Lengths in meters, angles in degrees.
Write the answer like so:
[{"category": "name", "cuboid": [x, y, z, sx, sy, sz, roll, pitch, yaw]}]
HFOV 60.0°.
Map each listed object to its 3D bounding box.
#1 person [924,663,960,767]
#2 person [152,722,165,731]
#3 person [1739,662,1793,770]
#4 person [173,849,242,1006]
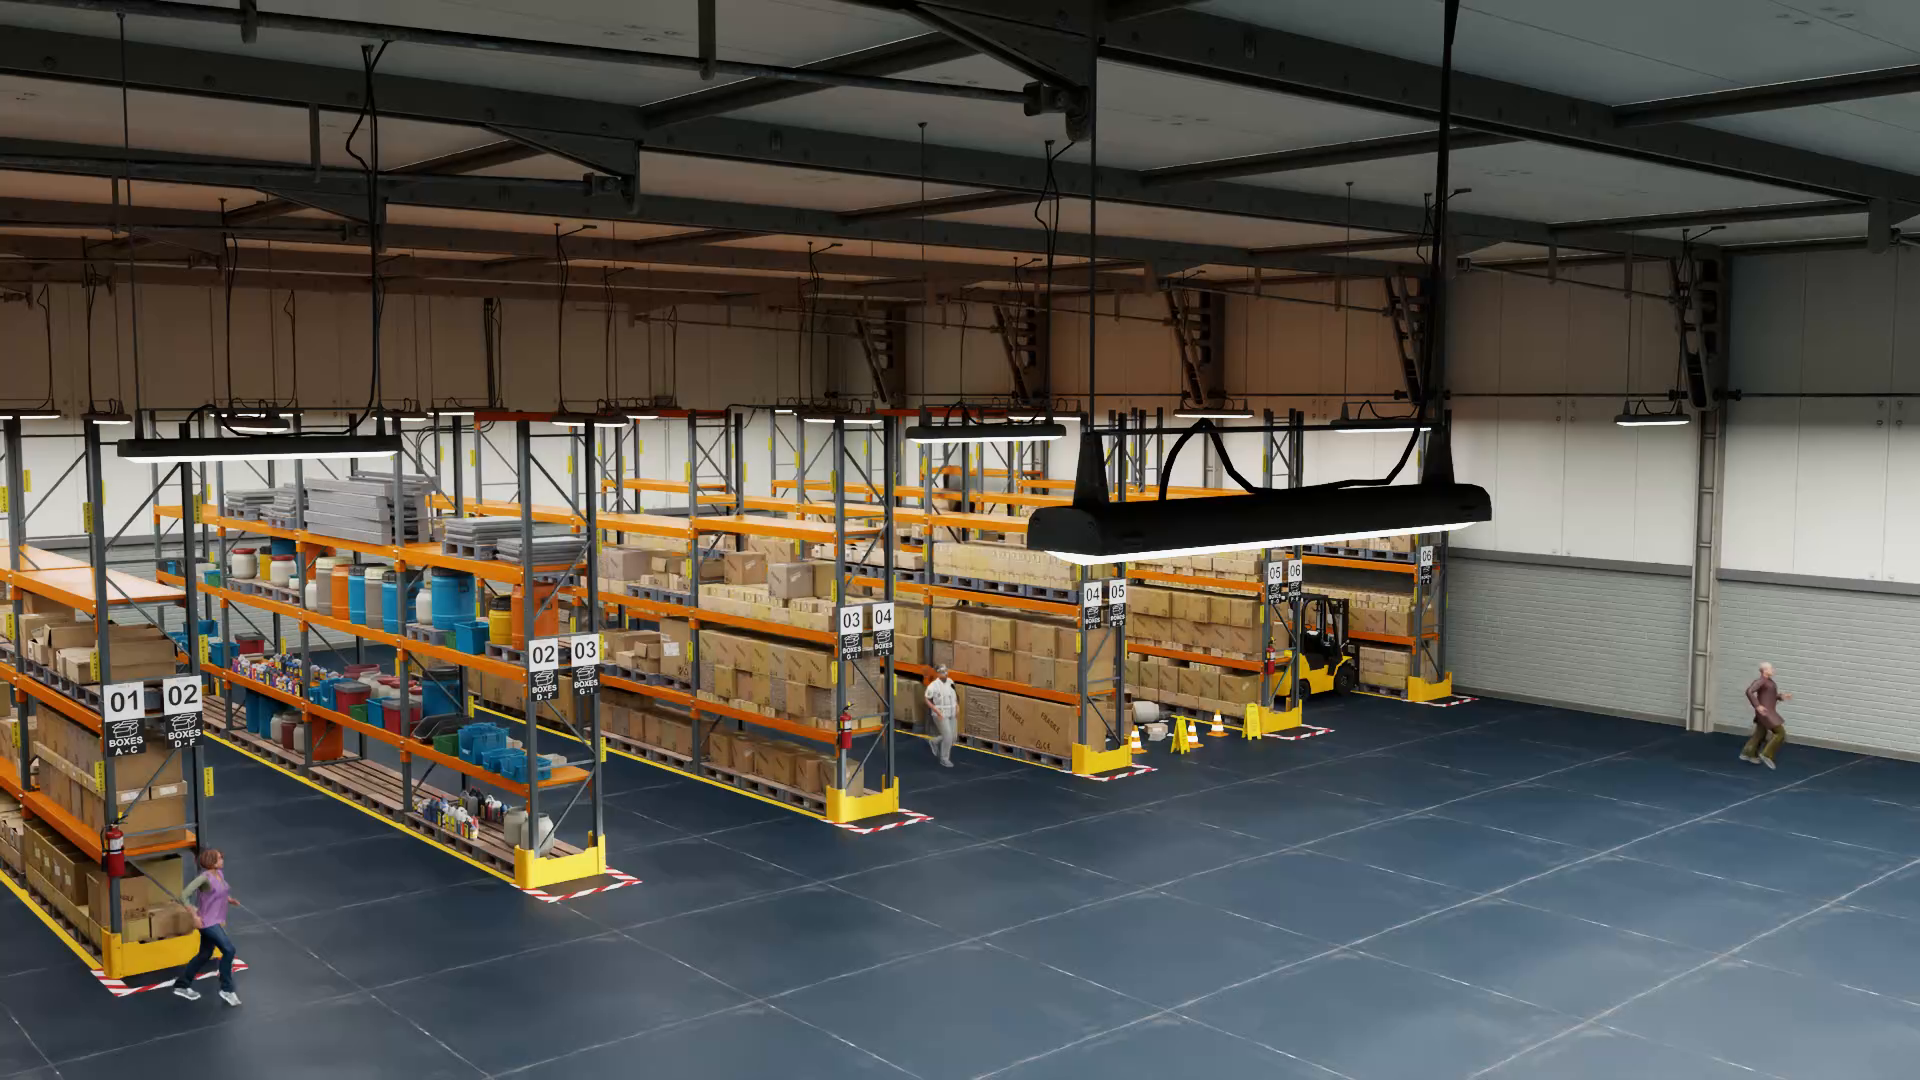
[{"category": "person", "cuboid": [-0.306, 2.971, 28.458, 0.658, 1.766, 0.614, -5, 7, -44]}, {"category": "person", "cuboid": [-13.306, 3.145, 27.268, 0.590, 1.607, 0.560, 4, 6, 36]}, {"category": "person", "cuboid": [13.664, 2.977, 28.184, 0.798, 1.823, 0.671, 3, 6, 28]}, {"category": "person", "cuboid": [-7.830, 4.030, 17.295, 0.695, 1.637, 0.536, -1, 5, -12]}]
